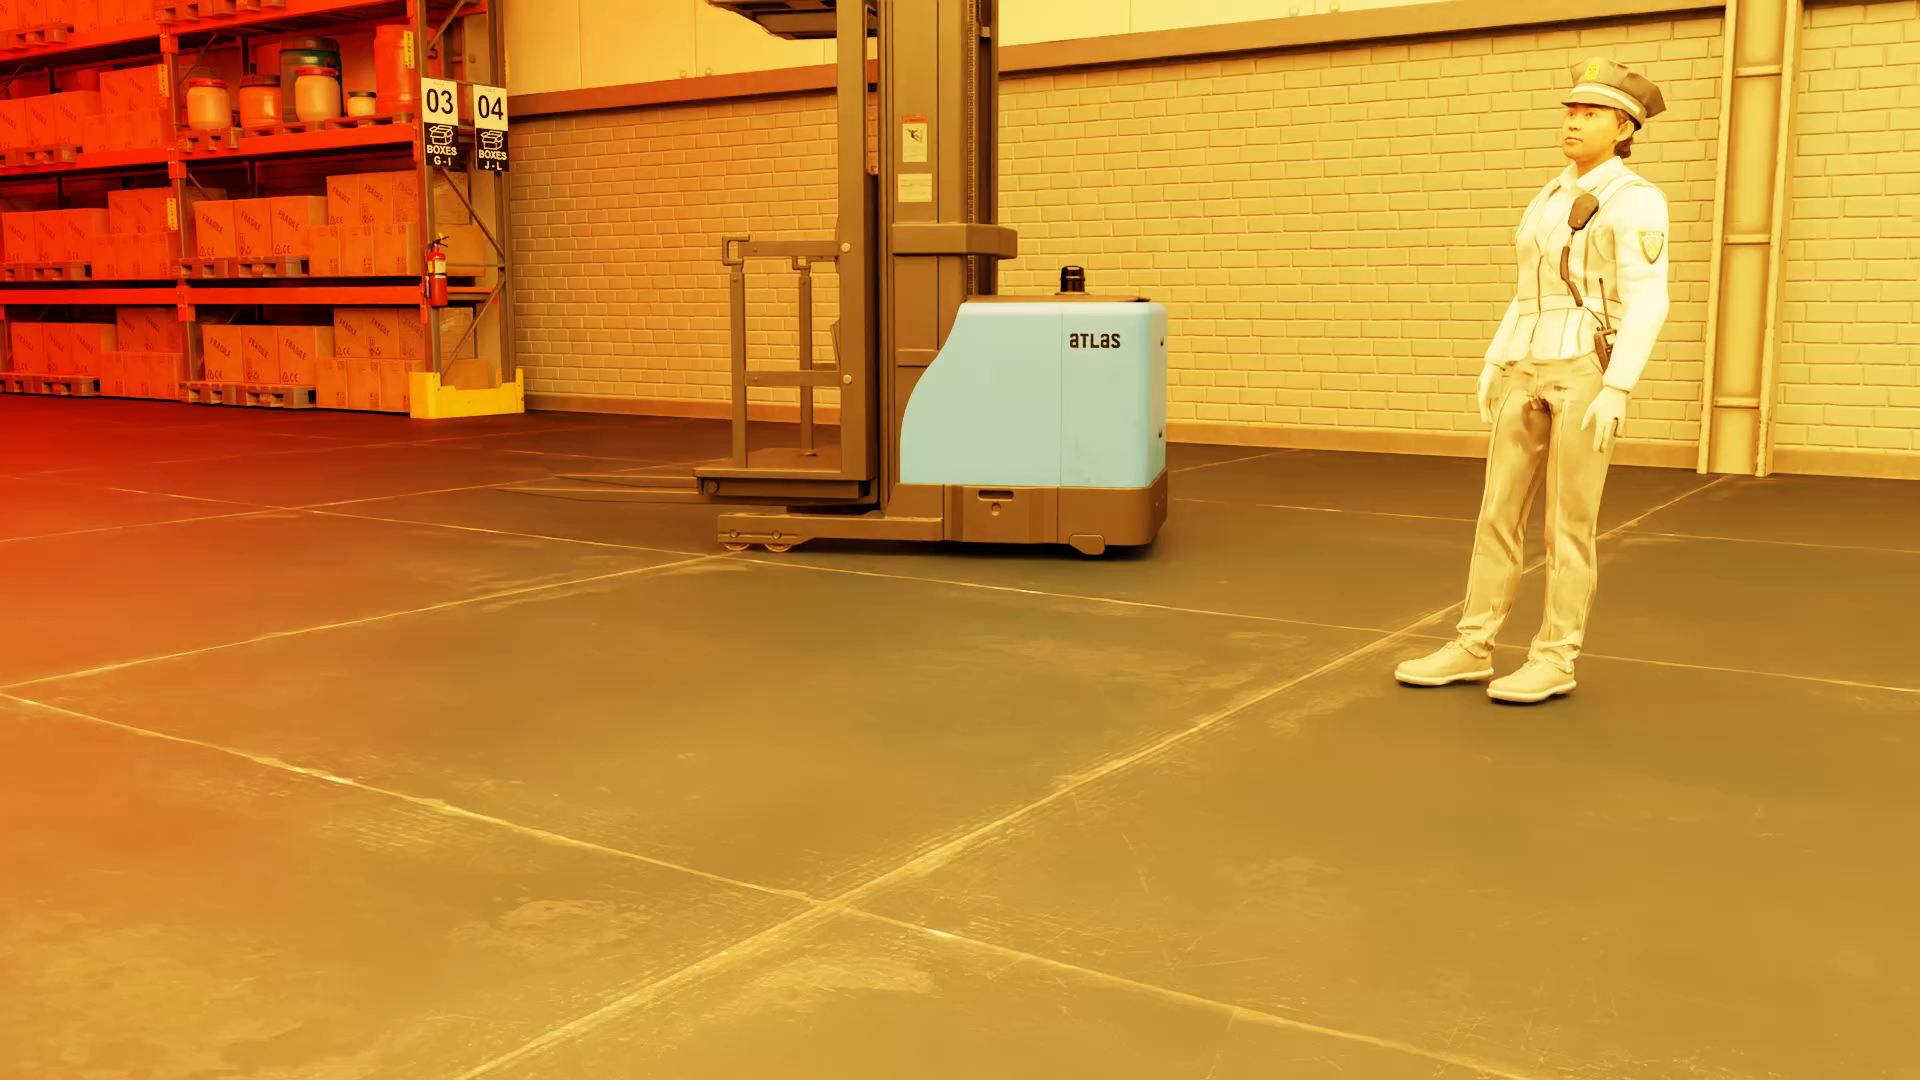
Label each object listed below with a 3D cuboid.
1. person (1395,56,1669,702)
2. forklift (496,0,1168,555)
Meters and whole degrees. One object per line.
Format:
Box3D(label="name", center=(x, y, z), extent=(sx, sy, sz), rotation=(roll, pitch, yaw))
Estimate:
Box3D(label="person", center=(1.563, -0.415, 4.451), extent=(0.532, 1.695, 0.585), rotation=(-3, 9, -19))
Box3D(label="forklift", center=(-0.596, -1.469, 7.520), extent=(3.031, 2.935, 1.130), rotation=(2, 8, 12))
